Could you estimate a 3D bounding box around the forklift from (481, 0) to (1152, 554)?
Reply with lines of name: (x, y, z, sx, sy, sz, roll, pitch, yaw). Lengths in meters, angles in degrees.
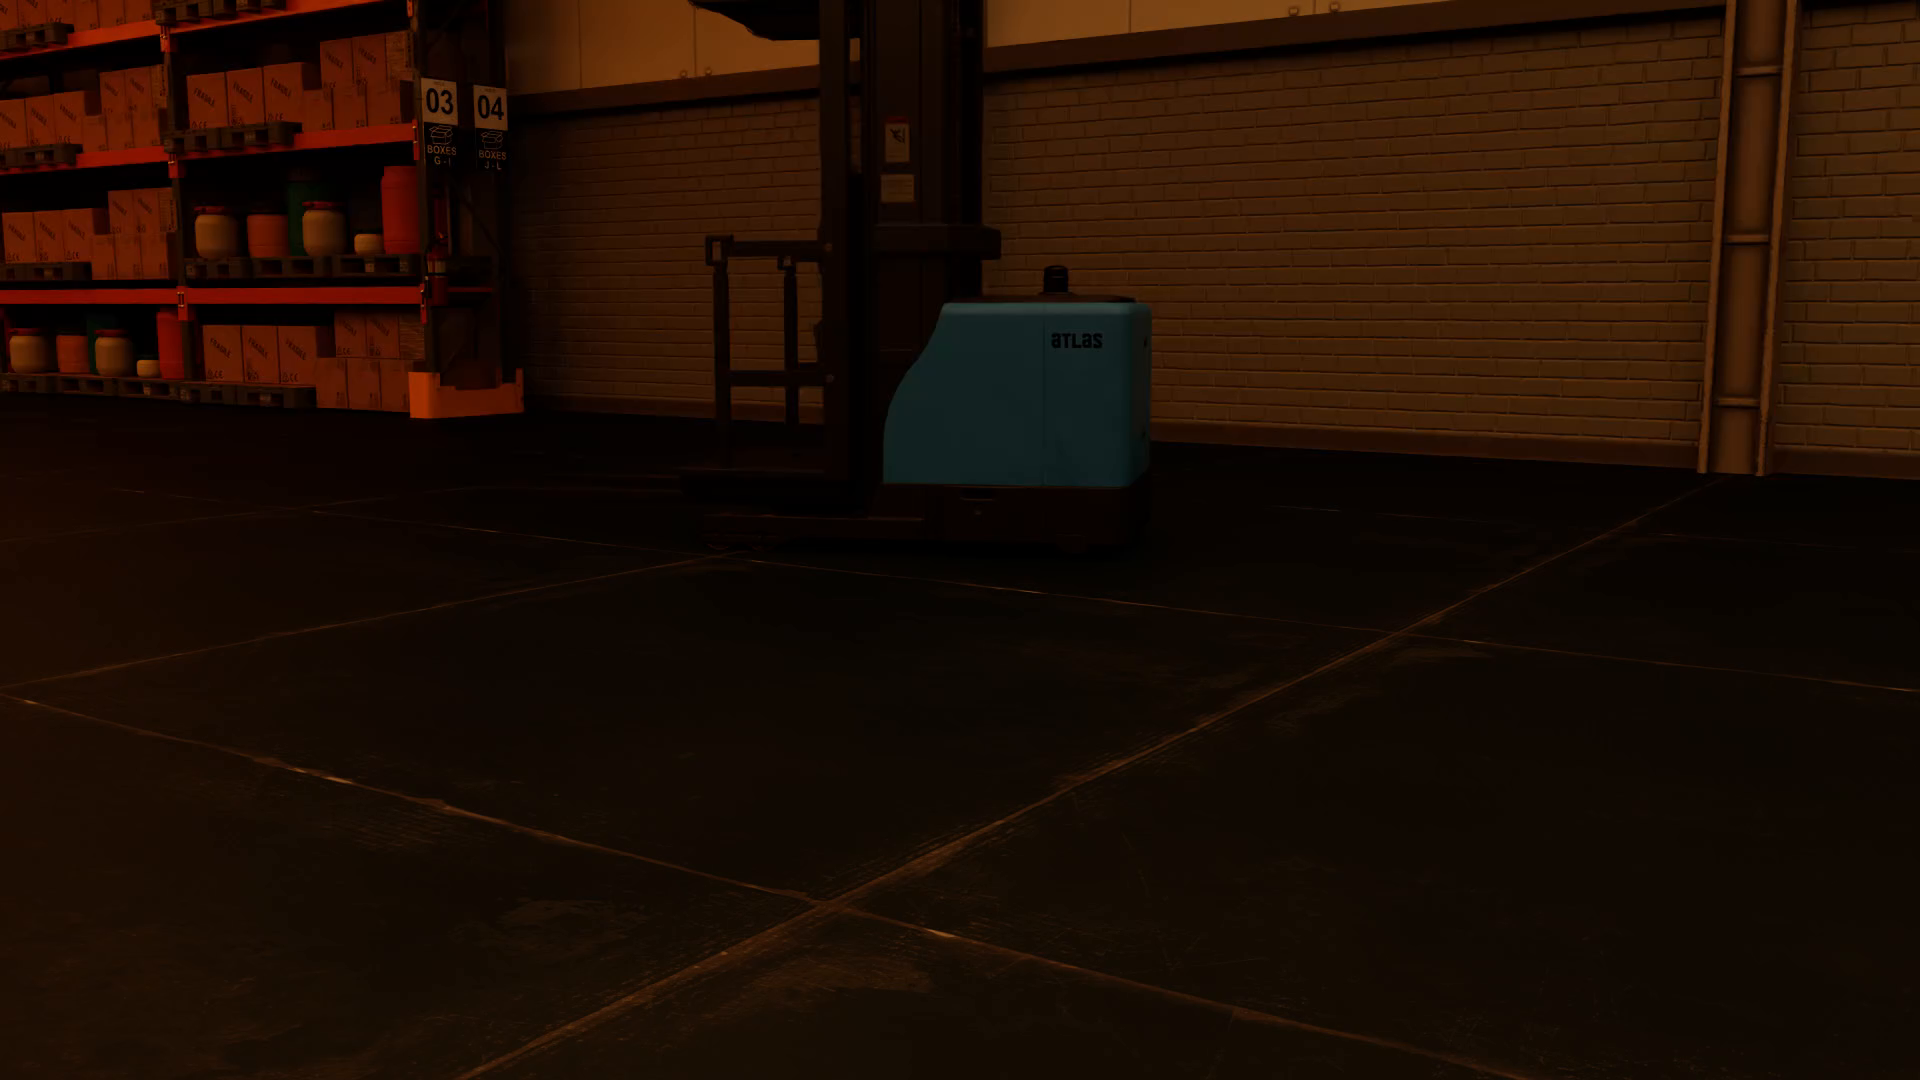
forklift: (-0.669, -1.471, 7.535, 3.031, 2.935, 1.130, 2, 8, 12)
